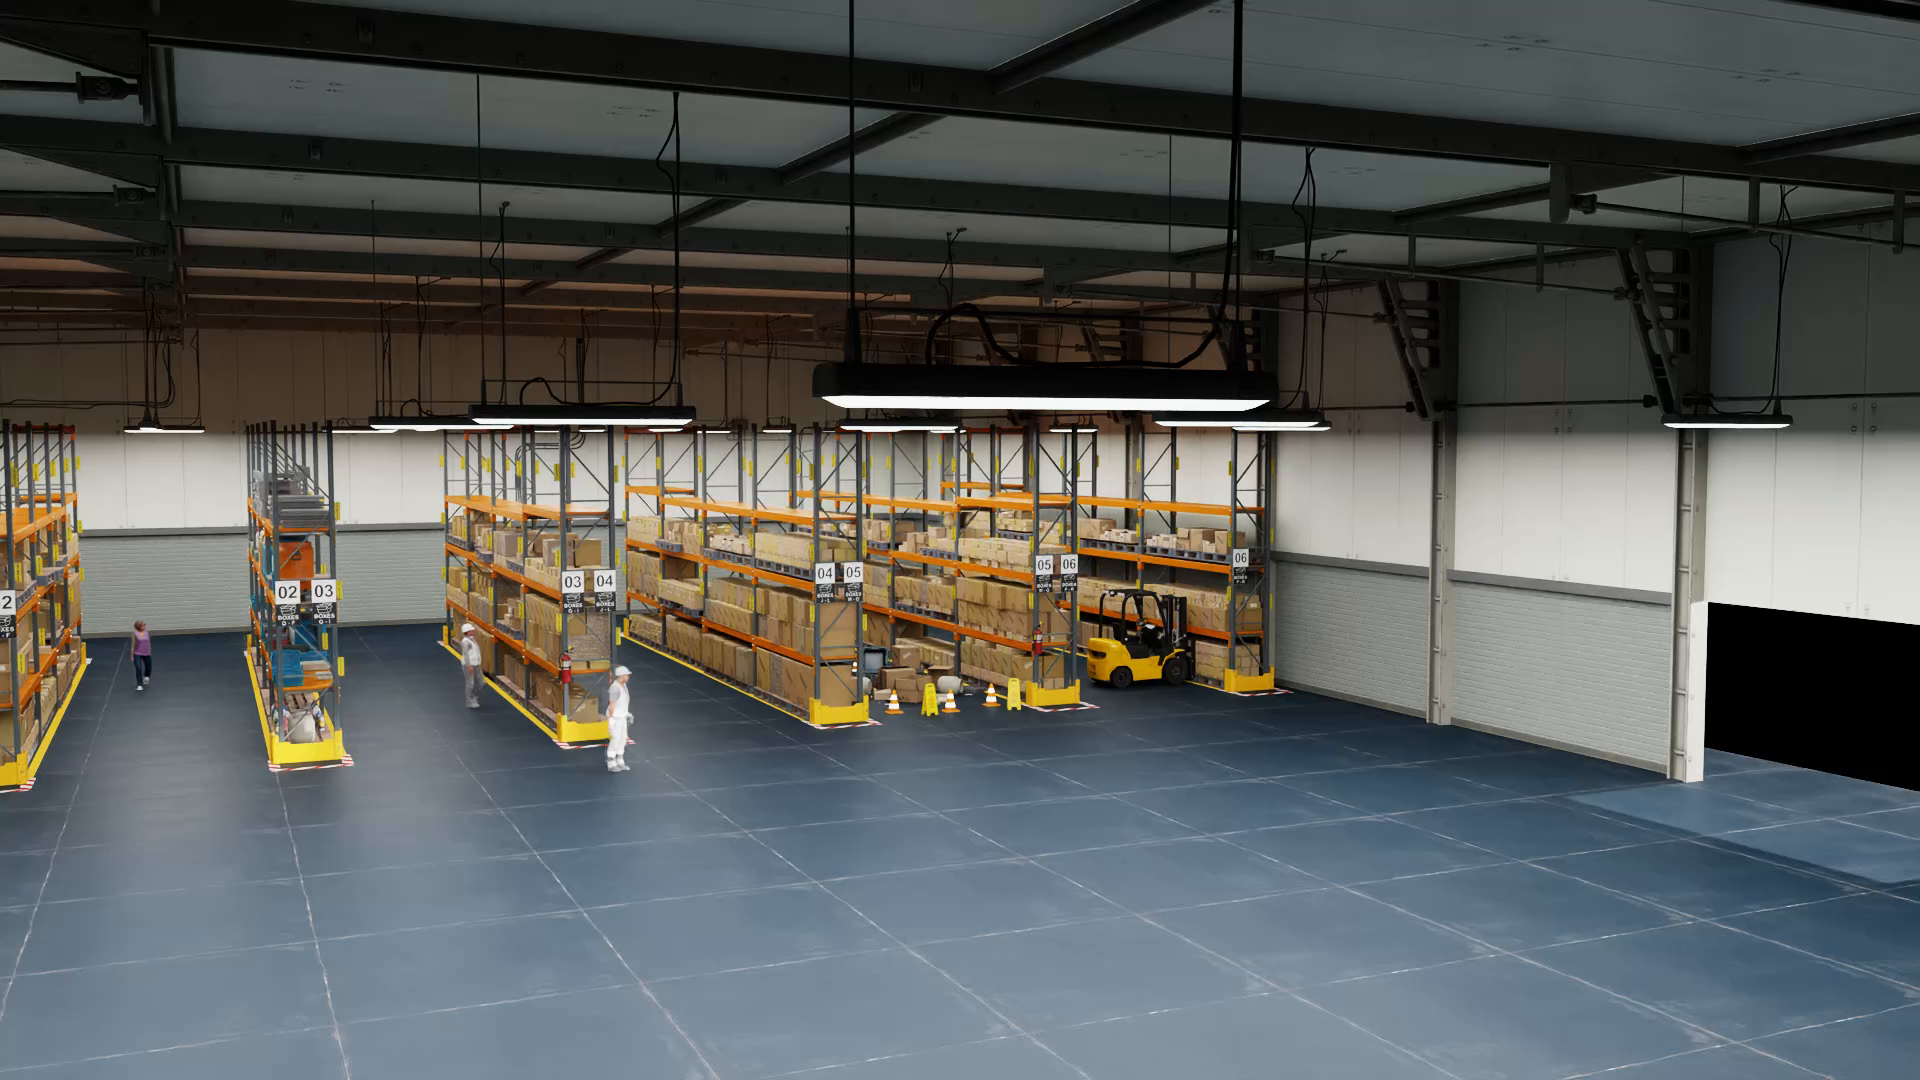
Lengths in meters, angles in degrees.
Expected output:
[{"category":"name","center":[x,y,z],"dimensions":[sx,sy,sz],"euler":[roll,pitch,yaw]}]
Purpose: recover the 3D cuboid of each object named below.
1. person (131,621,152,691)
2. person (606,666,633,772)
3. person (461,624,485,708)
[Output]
[{"category":"person","center":[-18.492,2.584,37.513],"dimensions":[0.424,1.568,0.637],"euler":[-2,4,-31]},{"category":"person","center":[-5.822,3.053,28.408],"dimensions":[0.412,1.791,0.588],"euler":[1,4,10]},{"category":"person","center":[-10.330,2.650,35.177],"dimensions":[0.453,1.775,0.581],"euler":[1,4,16]}]
